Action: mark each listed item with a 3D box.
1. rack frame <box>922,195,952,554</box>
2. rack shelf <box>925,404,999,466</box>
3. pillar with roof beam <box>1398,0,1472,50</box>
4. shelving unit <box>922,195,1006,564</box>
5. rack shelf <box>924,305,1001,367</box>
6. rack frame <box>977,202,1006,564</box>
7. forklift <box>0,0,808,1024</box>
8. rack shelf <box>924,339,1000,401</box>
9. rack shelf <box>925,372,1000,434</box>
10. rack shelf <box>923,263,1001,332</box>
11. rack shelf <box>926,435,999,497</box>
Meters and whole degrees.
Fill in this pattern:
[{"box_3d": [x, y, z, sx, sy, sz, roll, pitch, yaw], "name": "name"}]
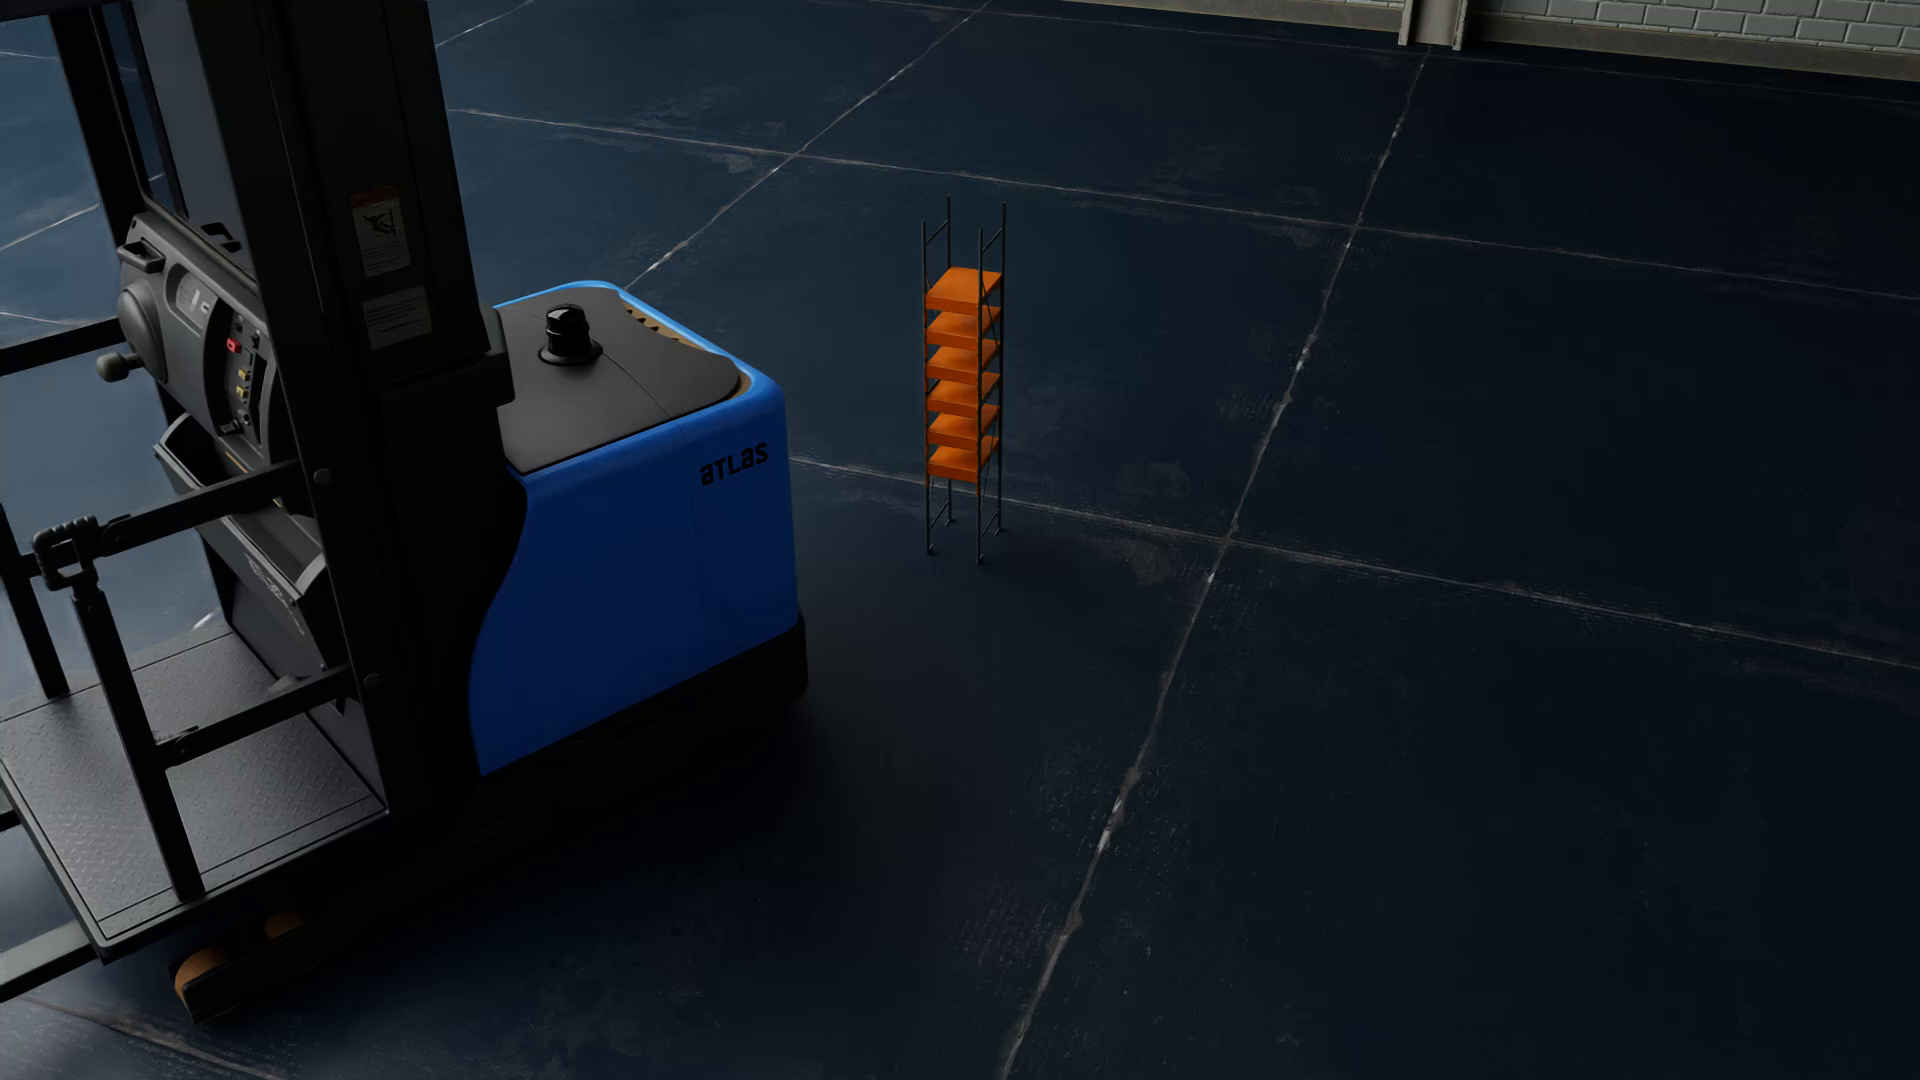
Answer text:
[{"box_3d": [-0.073, -0.518, 5.446, 0.006, 1.200, 0.240, 11, 34, 16], "name": "rack frame"}, {"box_3d": [0.014, -0.363, 5.510, 0.180, 0.103, 0.258, 11, 34, 16], "name": "rack shelf"}, {"box_3d": [1.600, -4.808, 4.900, 0.400, 9.000, 9.100, 11, 34, 16], "name": "pillar with roof beam"}, {"box_3d": [0.014, -0.501, 5.420, 0.189, 1.200, 0.258, 11, 34, 16], "name": "shelving unit"}, {"box_3d": [0.014, -0.666, 5.314, 0.180, 0.103, 0.258, 11, 34, 16], "name": "rack shelf"}, {"box_3d": [0.100, -0.485, 5.395, 0.006, 1.200, 0.240, 11, 34, 16], "name": "rack frame"}, {"box_3d": [-1.896, -0.413, 3.688, 3.031, 2.935, 1.130, -25, 41, -33], "name": "forklift"}, {"box_3d": [0.014, -0.565, 5.379, 0.180, 0.103, 0.258, 11, 34, 16], "name": "rack shelf"}, {"box_3d": [0.014, -0.464, 5.445, 0.180, 0.103, 0.258, 11, 34, 16], "name": "rack shelf"}, {"box_3d": [0.014, -0.767, 5.249, 0.180, 0.103, 0.258, 11, 34, 16], "name": "rack shelf"}, {"box_3d": [0.014, -0.262, 5.575, 0.180, 0.103, 0.258, 11, 34, 16], "name": "rack shelf"}]
